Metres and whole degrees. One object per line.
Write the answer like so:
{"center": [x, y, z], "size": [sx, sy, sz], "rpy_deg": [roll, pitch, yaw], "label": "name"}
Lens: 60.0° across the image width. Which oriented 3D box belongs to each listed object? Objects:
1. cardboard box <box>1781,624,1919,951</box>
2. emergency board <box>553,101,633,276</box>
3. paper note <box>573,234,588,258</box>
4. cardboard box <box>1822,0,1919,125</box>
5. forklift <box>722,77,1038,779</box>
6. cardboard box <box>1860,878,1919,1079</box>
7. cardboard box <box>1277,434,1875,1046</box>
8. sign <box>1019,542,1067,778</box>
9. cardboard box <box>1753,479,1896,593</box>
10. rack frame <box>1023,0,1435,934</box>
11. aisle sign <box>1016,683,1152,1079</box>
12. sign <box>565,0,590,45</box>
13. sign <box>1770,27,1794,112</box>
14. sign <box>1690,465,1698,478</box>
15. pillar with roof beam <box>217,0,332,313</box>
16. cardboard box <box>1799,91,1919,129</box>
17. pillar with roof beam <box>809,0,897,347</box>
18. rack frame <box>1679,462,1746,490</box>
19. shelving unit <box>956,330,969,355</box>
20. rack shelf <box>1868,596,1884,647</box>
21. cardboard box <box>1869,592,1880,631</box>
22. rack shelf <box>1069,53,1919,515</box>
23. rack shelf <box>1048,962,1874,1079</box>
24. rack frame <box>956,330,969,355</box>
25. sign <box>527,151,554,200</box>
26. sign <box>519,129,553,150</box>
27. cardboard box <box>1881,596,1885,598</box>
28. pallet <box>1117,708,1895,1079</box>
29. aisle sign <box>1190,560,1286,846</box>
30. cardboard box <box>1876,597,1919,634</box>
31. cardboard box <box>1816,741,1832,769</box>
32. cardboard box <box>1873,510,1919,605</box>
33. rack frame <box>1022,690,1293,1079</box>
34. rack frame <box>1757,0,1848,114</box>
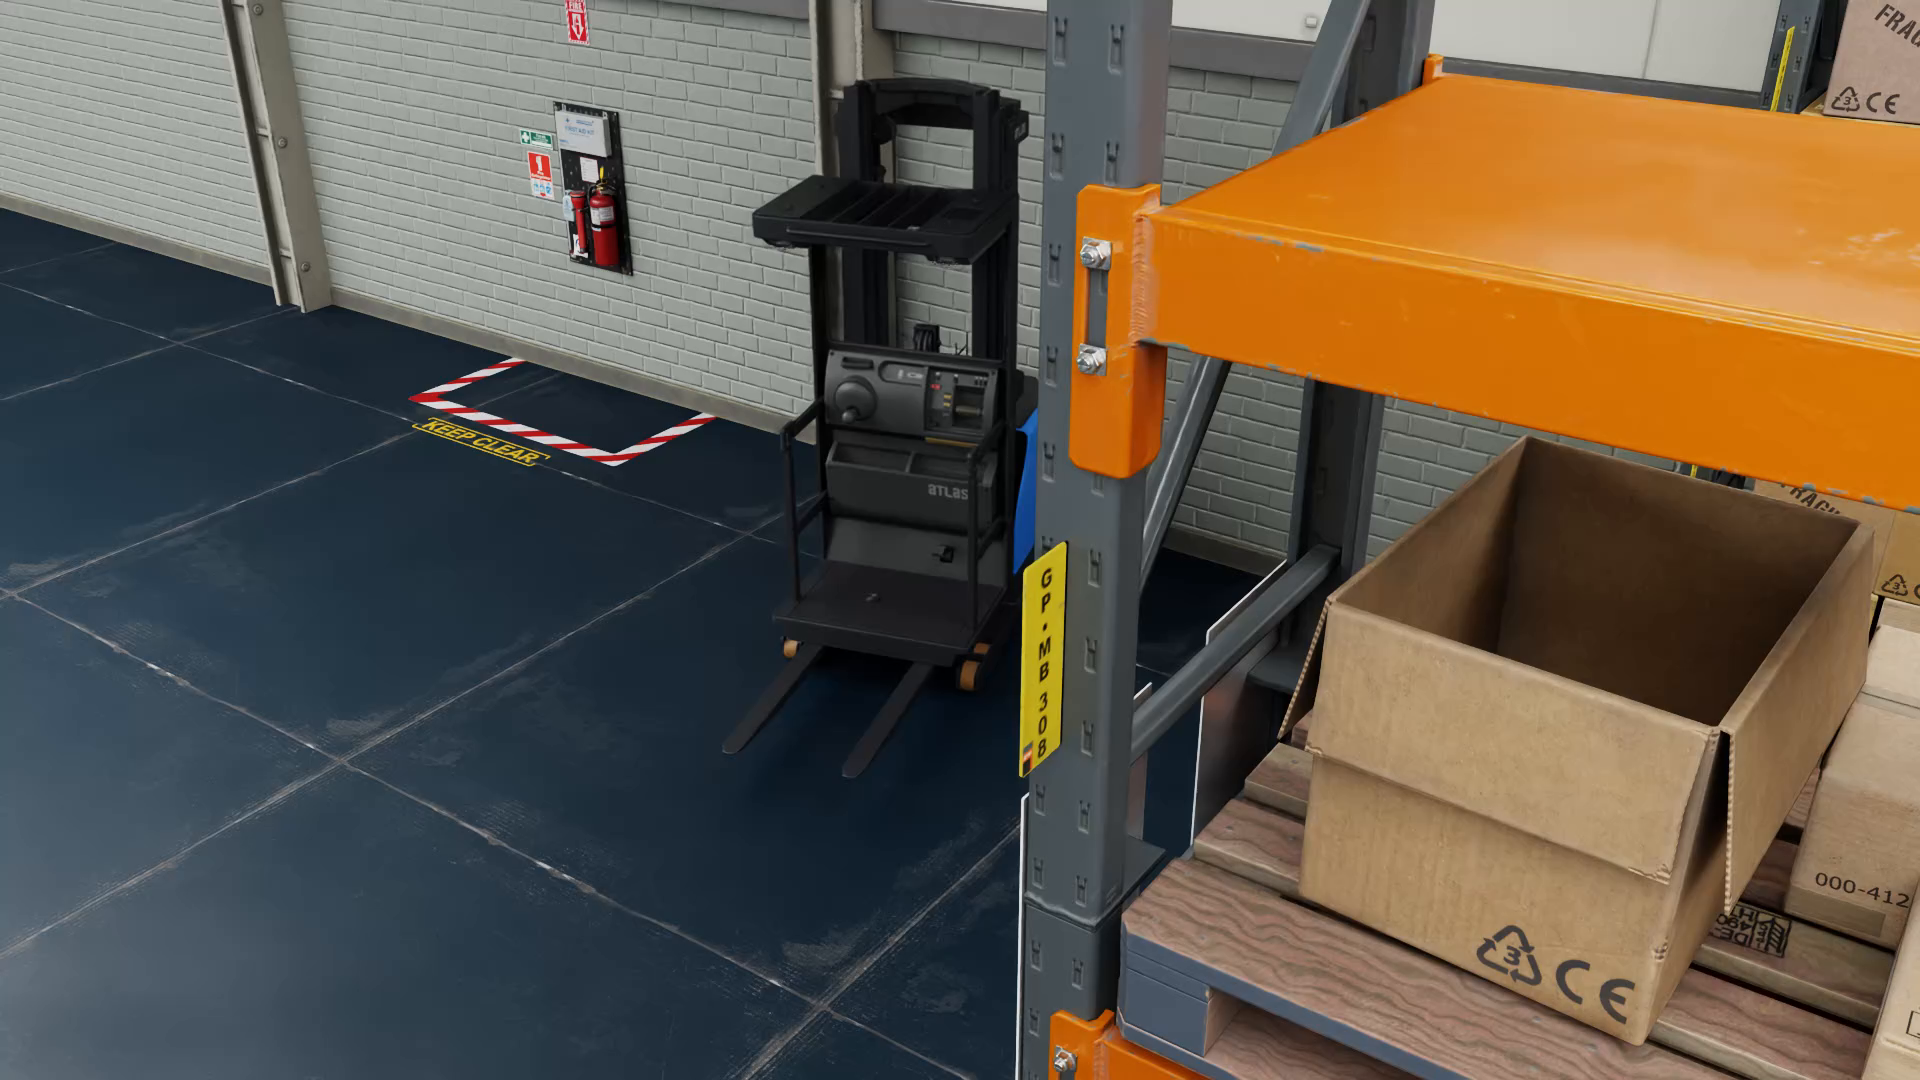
{"center": [1.530, 0.399, 2.400], "size": [0.500, 0.250, 0.500], "rpy_deg": [17, 32, 30], "label": "cardboard box"}
{"center": [-2.661, -2.465, 11.786], "size": [0.643, 1.169, 0.194], "rpy_deg": [17, 32, 30], "label": "emergency board"}
{"center": [-2.768, -2.144, 12.126], "size": [0.142, 0.148, 0.016], "rpy_deg": [17, 32, 30], "label": "paper note"}
{"center": [3.413, -1.778, 5.895], "size": [0.500, 0.500, 0.500], "rpy_deg": [15, 31, 27], "label": "cardboard box"}
{"center": [-0.322, -0.717, 8.427], "size": [1.130, 2.935, 3.031], "rpy_deg": [9, 28, 16], "label": "forklift"}
{"center": [1.301, 0.615, 2.087], "size": [0.250, 0.149, 0.380], "rpy_deg": [17, 32, 30], "label": "cardboard box"}
{"center": [0.903, 0.238, 2.437], "size": [0.637, 0.503, 0.797], "rpy_deg": [20, 33, 34], "label": "cardboard box"}
{"center": [0.112, 0.165, 2.259], "size": [0.005, 0.325, 0.100], "rpy_deg": [17, 32, 30], "label": "sign"}
{"center": [3.456, -0.173, 6.599], "size": [0.500, 0.500, 0.500], "rpy_deg": [17, 32, 30], "label": "cardboard box"}
{"center": [0.431, -0.952, 2.200], "size": [0.127, 3.000, 1.000], "rpy_deg": [17, 32, 30], "label": "rack frame"}
{"center": [0.204, 0.660, 2.779], "size": [0.004, 0.787, 0.394], "rpy_deg": [17, 32, 30], "label": "aisle sign"}
{"center": [-2.612, -3.537, 11.338], "size": [0.199, 0.298, 0.001], "rpy_deg": [17, 32, 30], "label": "sign"}
{"center": [2.926, -1.655, 5.924], "size": [0.005, 0.325, 0.100], "rpy_deg": [17, 32, 30], "label": "sign"}
{"center": [2.926, -0.315, 6.607], "size": [0.005, 0.325, 0.100], "rpy_deg": [17, 32, 30], "label": "sign"}
{"center": [-8.029, -4.421, 9.016], "size": [0.400, 9.000, 9.100], "rpy_deg": [17, 32, 30], "label": "pillar with roof beam"}
{"center": [3.367, -1.343, 6.142], "size": [0.500, 0.500, 0.500], "rpy_deg": [18, 32, 32], "label": "cardboard box"}
{"center": [-3.083, -2.880, 5.988], "size": [0.400, 9.000, 9.100], "rpy_deg": [17, 32, 30], "label": "pillar with roof beam"}
{"center": [3.233, -0.132, 7.202], "size": [0.127, 3.000, 1.000], "rpy_deg": [17, 32, 30], "label": "rack frame"}
{"center": [0.102, -0.677, 10.257], "size": [0.189, 1.200, 0.258], "rpy_deg": [9, 28, 16], "label": "shelving unit"}
{"center": [4.881, 0.702, 6.356], "size": [4.000, 0.370, 1.077], "rpy_deg": [17, 32, 30], "label": "rack shelf"}
{"center": [3.455, 0.170, 6.752], "size": [0.500, 0.250, 0.500], "rpy_deg": [16, 31, 29], "label": "cardboard box"}
{"center": [2.080, 0.060, 1.445], "size": [4.000, 0.370, 1.077], "rpy_deg": [17, 32, 30], "label": "rack shelf"}
{"center": [2.080, 1.219, 2.034], "size": [4.000, 0.370, 1.077], "rpy_deg": [17, 32, 30], "label": "rack shelf"}
{"center": [0.015, -0.691, 10.282], "size": [0.006, 1.200, 0.240], "rpy_deg": [9, 28, 16], "label": "rack frame"}
{"center": [-3.059, -2.661, 12.133], "size": [0.234, 0.329, 0.001], "rpy_deg": [17, 32, 30], "label": "sign"}
{"center": [-3.060, -2.893, 12.004], "size": [0.331, 0.109, 0.001], "rpy_deg": [17, 32, 30], "label": "sign"}
{"center": [4.162, 0.103, 6.883], "size": [0.500, 0.250, 0.500], "rpy_deg": [18, 32, 32], "label": "cardboard box"}
{"center": [1.000, 0.615, 2.525], "size": [1.213, 0.211, 1.003], "rpy_deg": [17, 32, 30], "label": "pallet"}
{"center": [0.543, 0.436, 3.220], "size": [0.004, 0.787, 0.394], "rpy_deg": [17, 32, 30], "label": "aisle sign"}
{"center": [3.891, 0.298, 6.500], "size": [0.500, 0.250, 0.500], "rpy_deg": [16, 31, 29], "label": "cardboard box"}
{"center": [3.752, 1.082, 7.296], "size": [0.500, 0.311, 0.500], "rpy_deg": [14, 30, 25], "label": "cardboard box"}
{"center": [3.858, -0.042, 6.343], "size": [0.500, 0.500, 0.500], "rpy_deg": [17, 32, 30], "label": "cardboard box"}
{"center": [0.431, 1.721, 3.561], "size": [0.127, 3.000, 1.000], "rpy_deg": [17, 32, 30], "label": "rack frame"}
{"center": [3.233, -2.805, 5.841], "size": [0.127, 3.000, 1.000], "rpy_deg": [17, 32, 30], "label": "rack frame"}
